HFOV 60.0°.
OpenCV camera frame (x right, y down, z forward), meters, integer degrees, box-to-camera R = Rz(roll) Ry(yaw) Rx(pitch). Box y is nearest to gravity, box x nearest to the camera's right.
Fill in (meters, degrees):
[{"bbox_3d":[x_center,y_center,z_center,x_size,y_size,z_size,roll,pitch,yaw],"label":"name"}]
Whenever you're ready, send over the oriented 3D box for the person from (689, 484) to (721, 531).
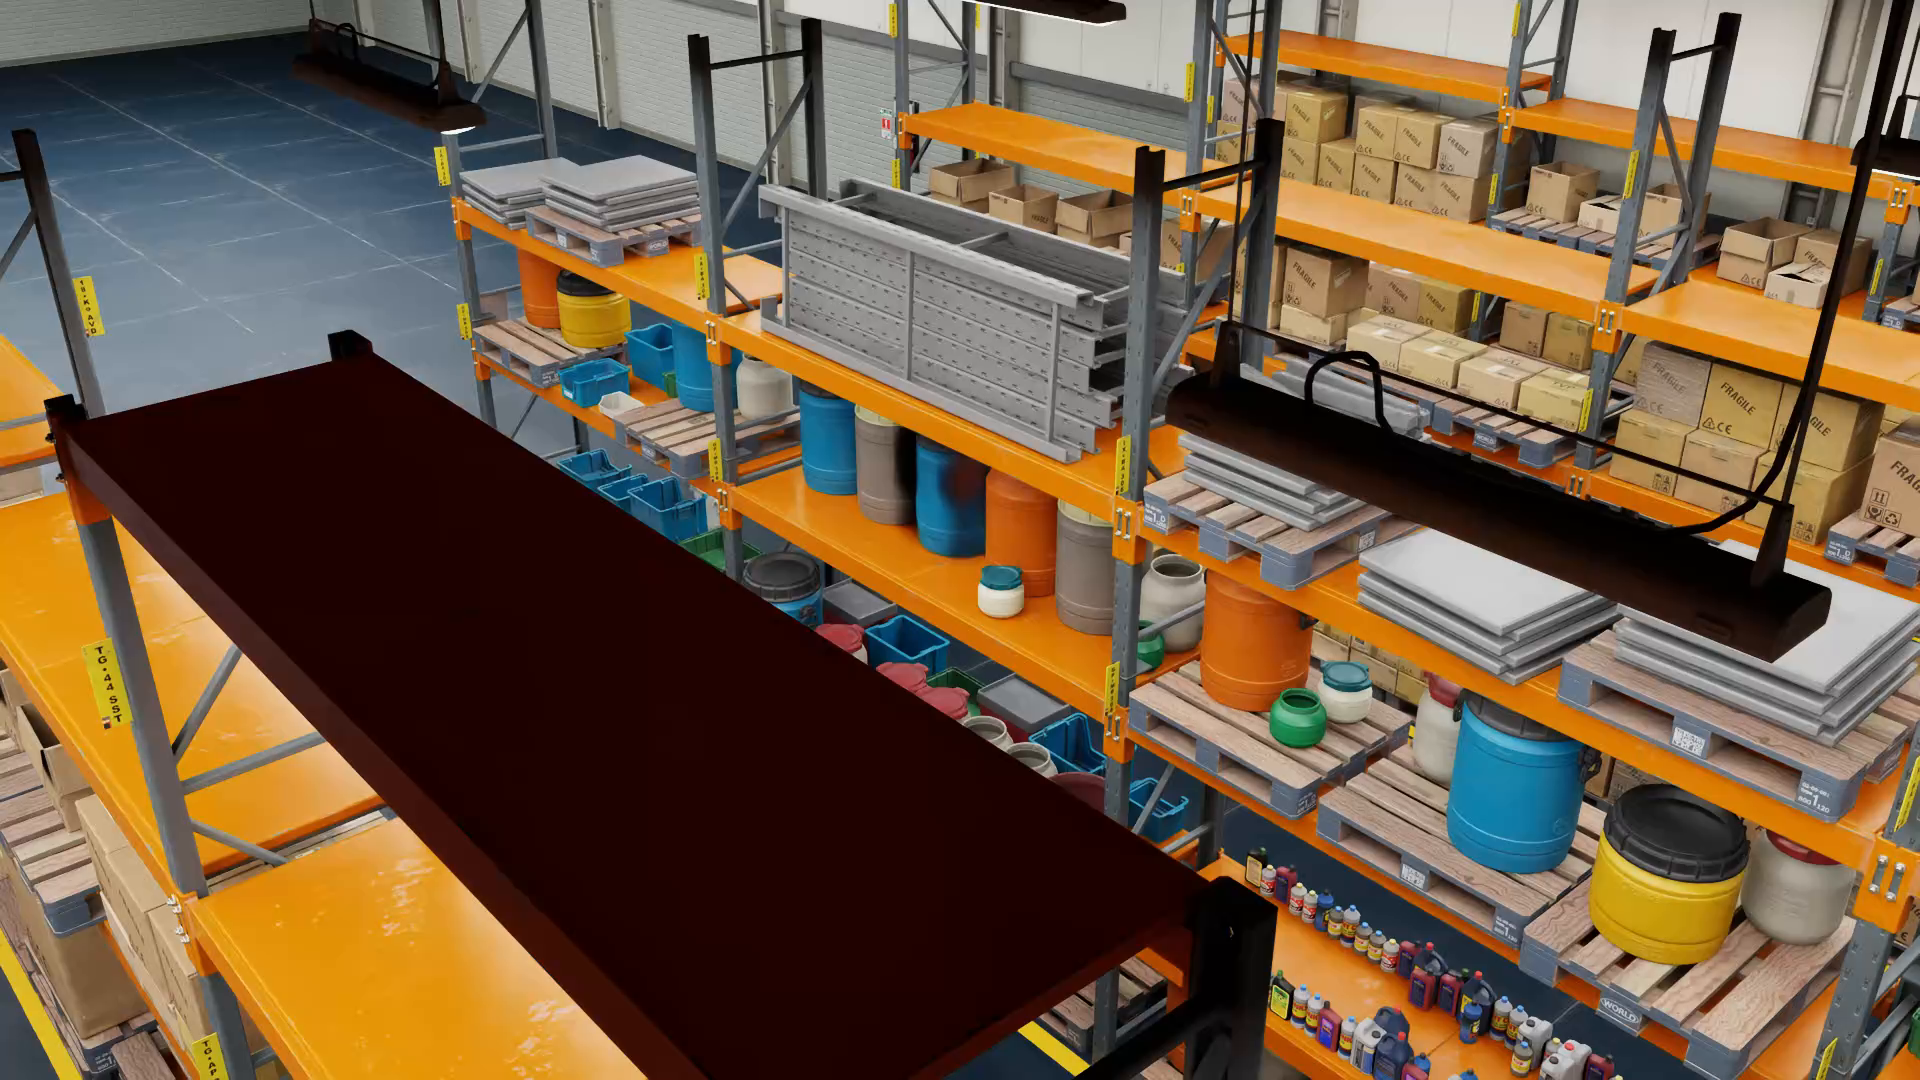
[{"bbox_3d":[-2.535,-0.484,16.591,0.387,1.824,0.612,-17,31,-29],"label":"person"}]
